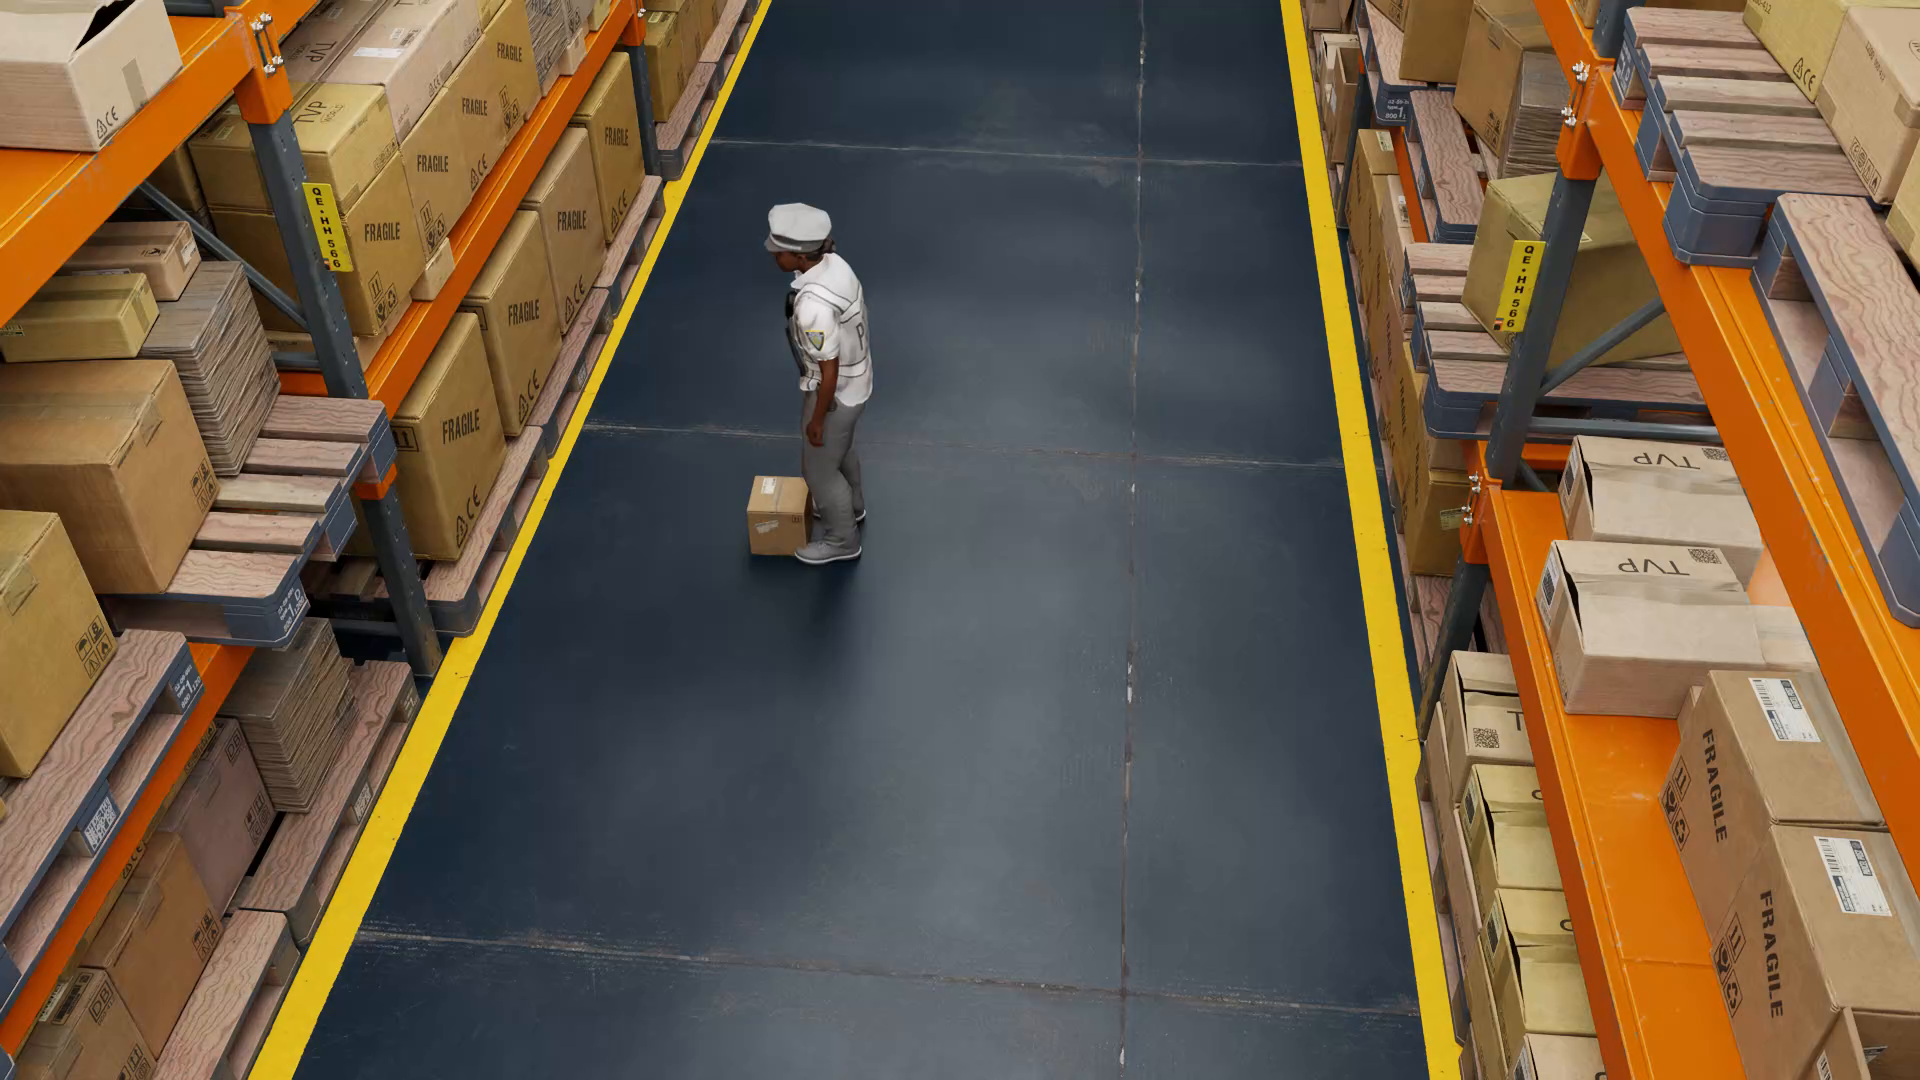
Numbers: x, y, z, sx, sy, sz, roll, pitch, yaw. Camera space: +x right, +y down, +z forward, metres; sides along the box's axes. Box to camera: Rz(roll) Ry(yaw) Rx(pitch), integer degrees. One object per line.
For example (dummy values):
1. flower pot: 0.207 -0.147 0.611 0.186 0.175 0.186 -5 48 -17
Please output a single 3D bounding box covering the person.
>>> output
1. person: -0.558 -0.635 6.902 0.394 1.663 0.532 1 40 1
